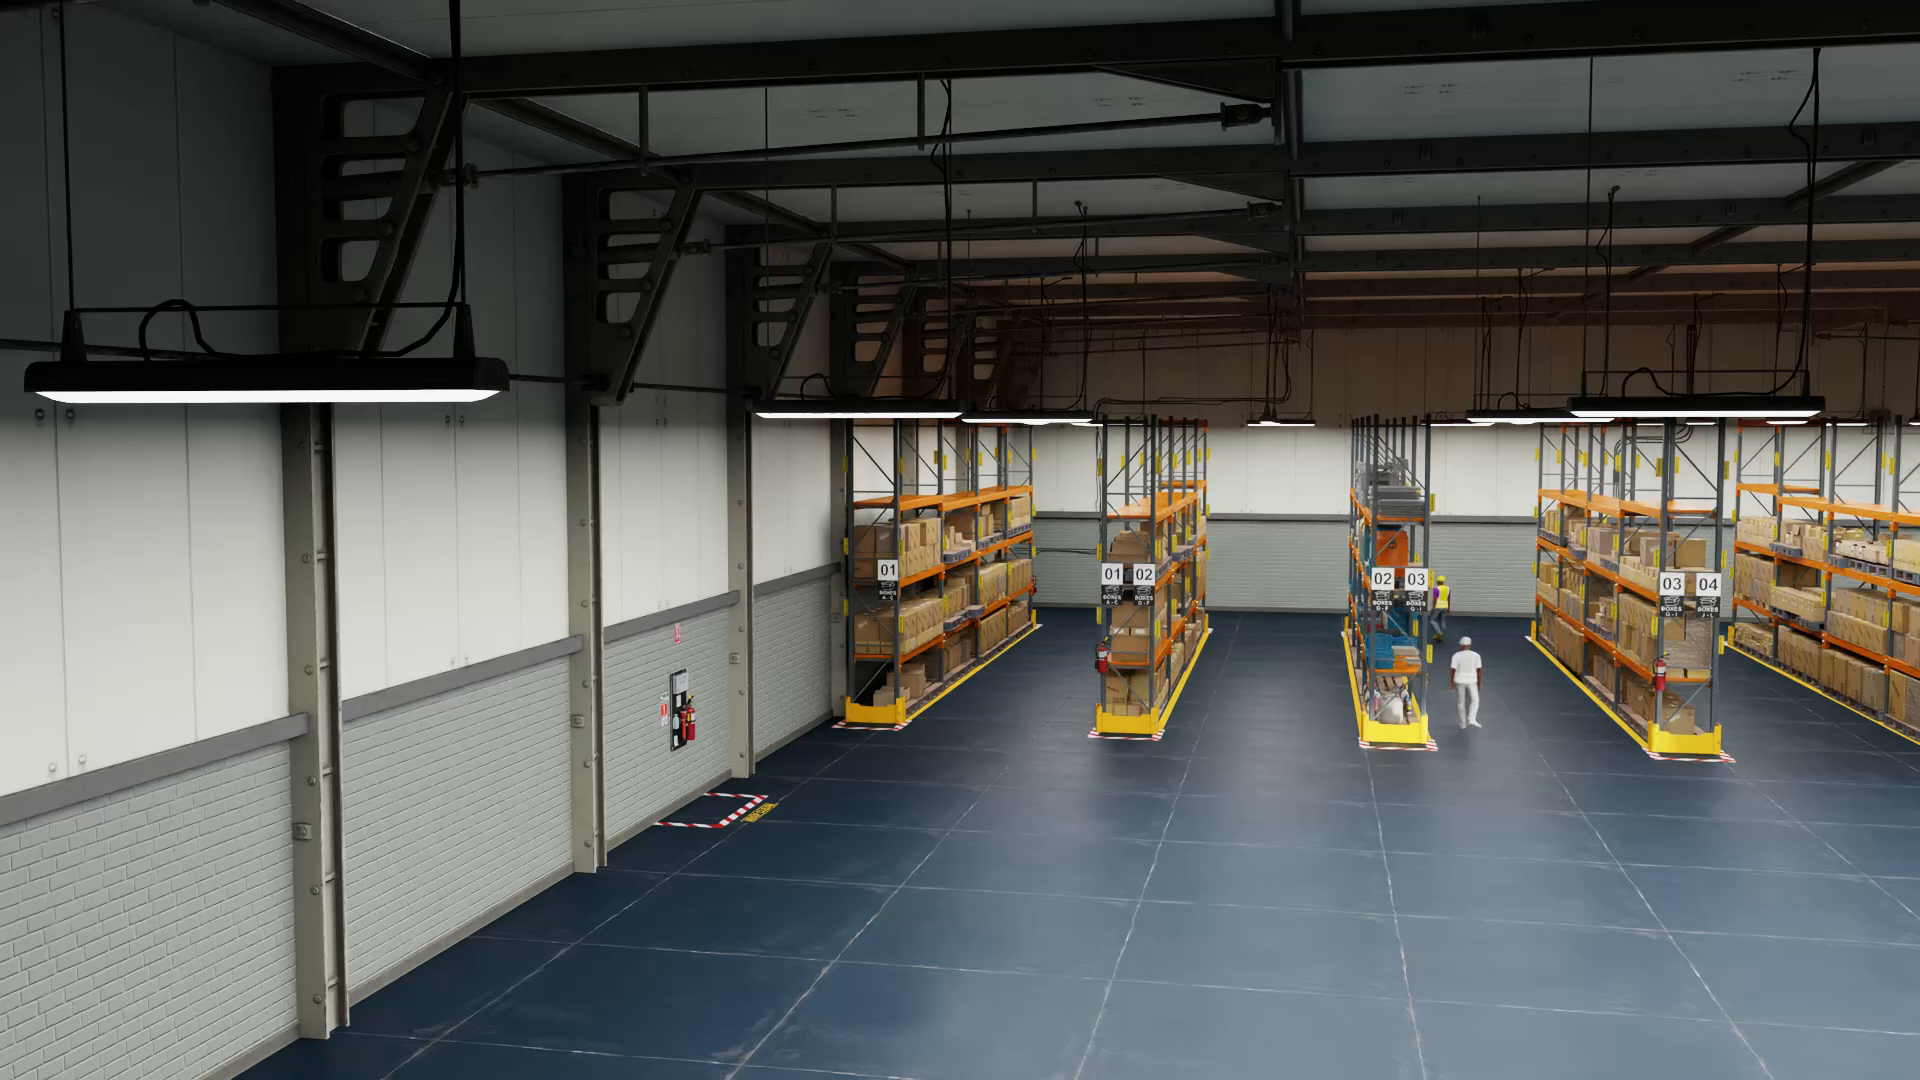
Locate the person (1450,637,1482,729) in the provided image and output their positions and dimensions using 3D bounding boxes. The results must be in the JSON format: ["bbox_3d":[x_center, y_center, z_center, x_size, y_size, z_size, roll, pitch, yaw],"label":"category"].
[{"bbox_3d":[9.662,2.733,31.761,0.587,1.766,0.523,1,4,20],"label":"person"}]

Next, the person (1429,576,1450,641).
[{"bbox_3d":[12.988,1.852,44.910,0.616,1.766,0.467,-2,4,-26],"label":"person"}]
